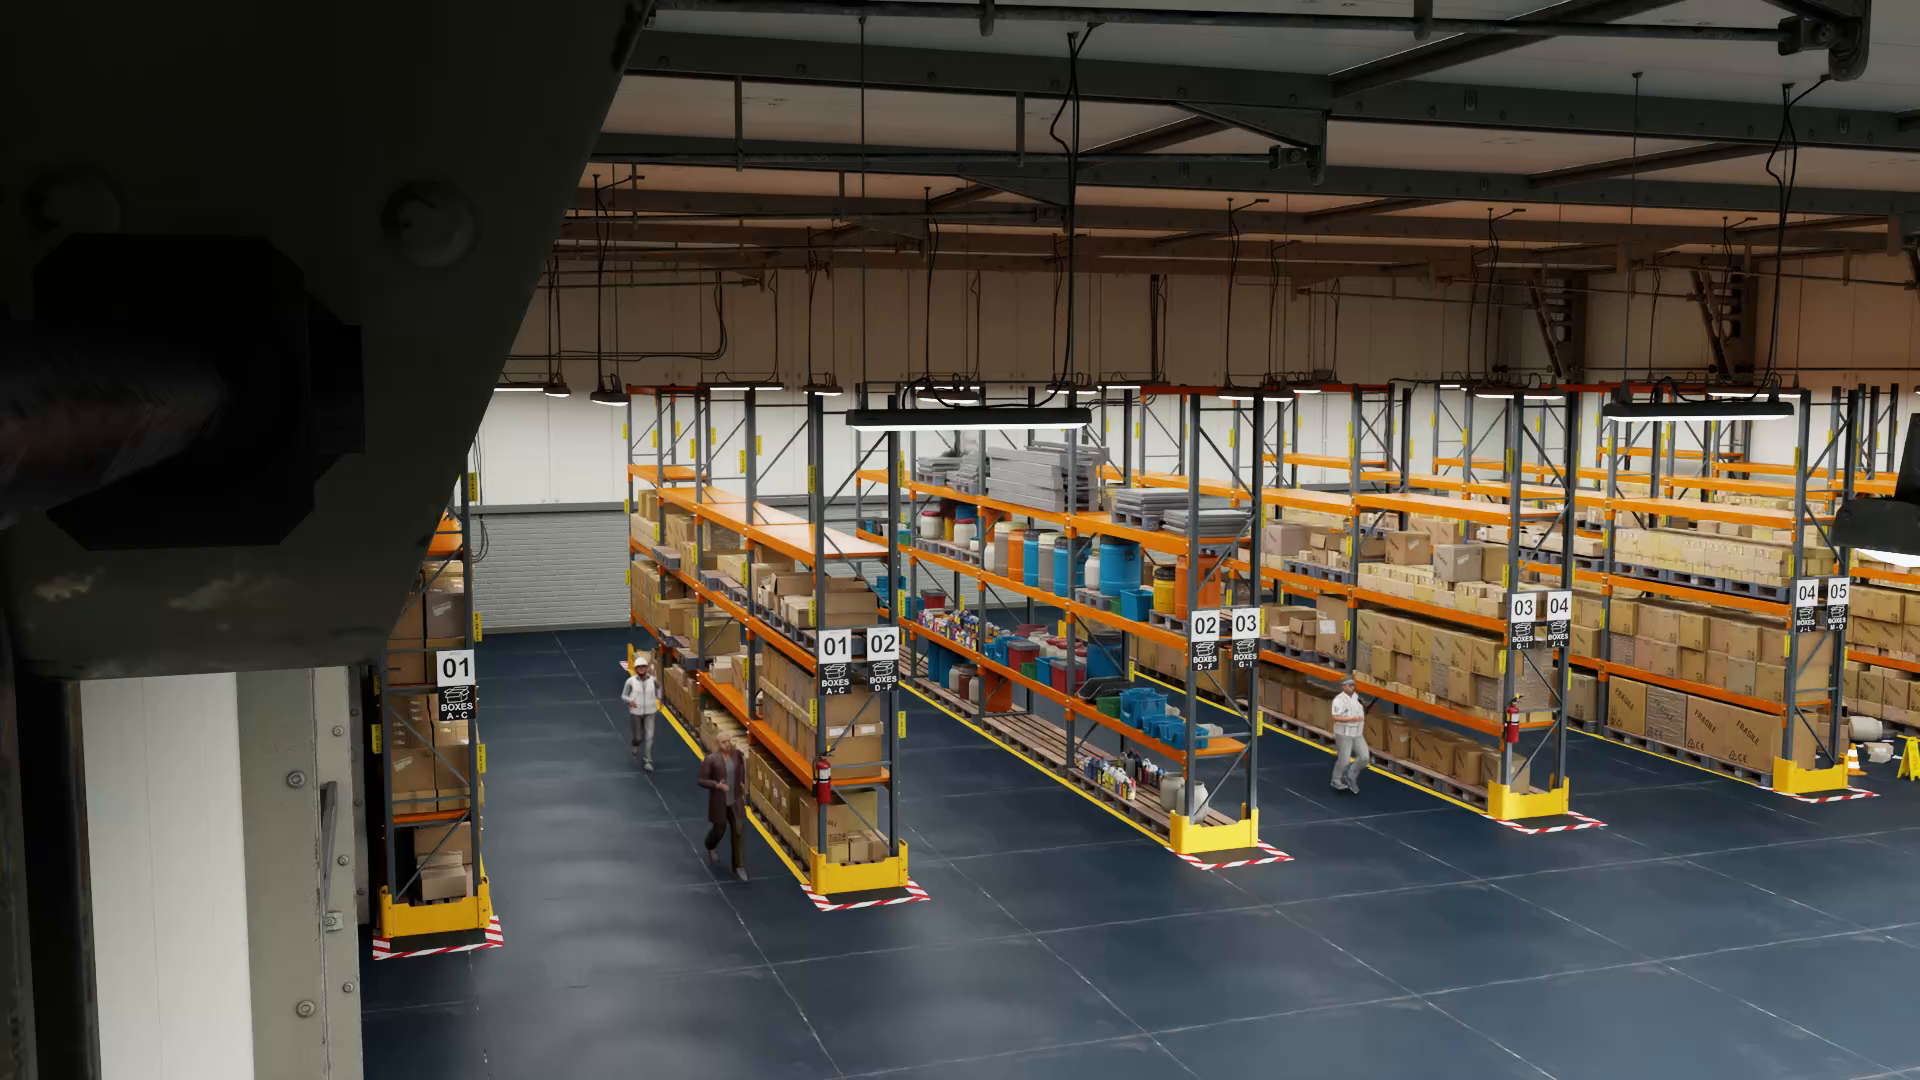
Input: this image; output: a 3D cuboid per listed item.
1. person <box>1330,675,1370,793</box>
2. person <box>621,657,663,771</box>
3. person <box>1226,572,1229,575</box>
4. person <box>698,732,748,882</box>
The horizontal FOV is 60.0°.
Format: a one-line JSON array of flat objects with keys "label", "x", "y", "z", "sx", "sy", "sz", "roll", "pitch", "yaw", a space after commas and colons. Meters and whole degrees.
[{"label": "person", "x": 5.834, "y": 2.910, "z": 24.784, "sx": 0.643, "sy": 1.805, "sz": 0.676, "roll": -3, "pitch": 7, "yaw": -31}, {"label": "person", "x": -5.024, "y": 2.734, "z": 26.413, "sx": 0.676, "sy": 1.741, "sz": 0.971, "roll": -2, "pitch": 6, "yaw": -19}, {"label": "person", "x": 6.233, "y": 1.528, "z": 38.559, "sx": 0.646, "sy": 1.651, "sz": 0.867, "roll": -1, "pitch": 6, "yaw": -9}, {"label": "person", "x": -2.946, "y": 3.289, "z": 20.809, "sx": 0.707, "sy": 1.798, "sz": 1.049, "roll": -3, "pitch": 7, "yaw": -29}]
